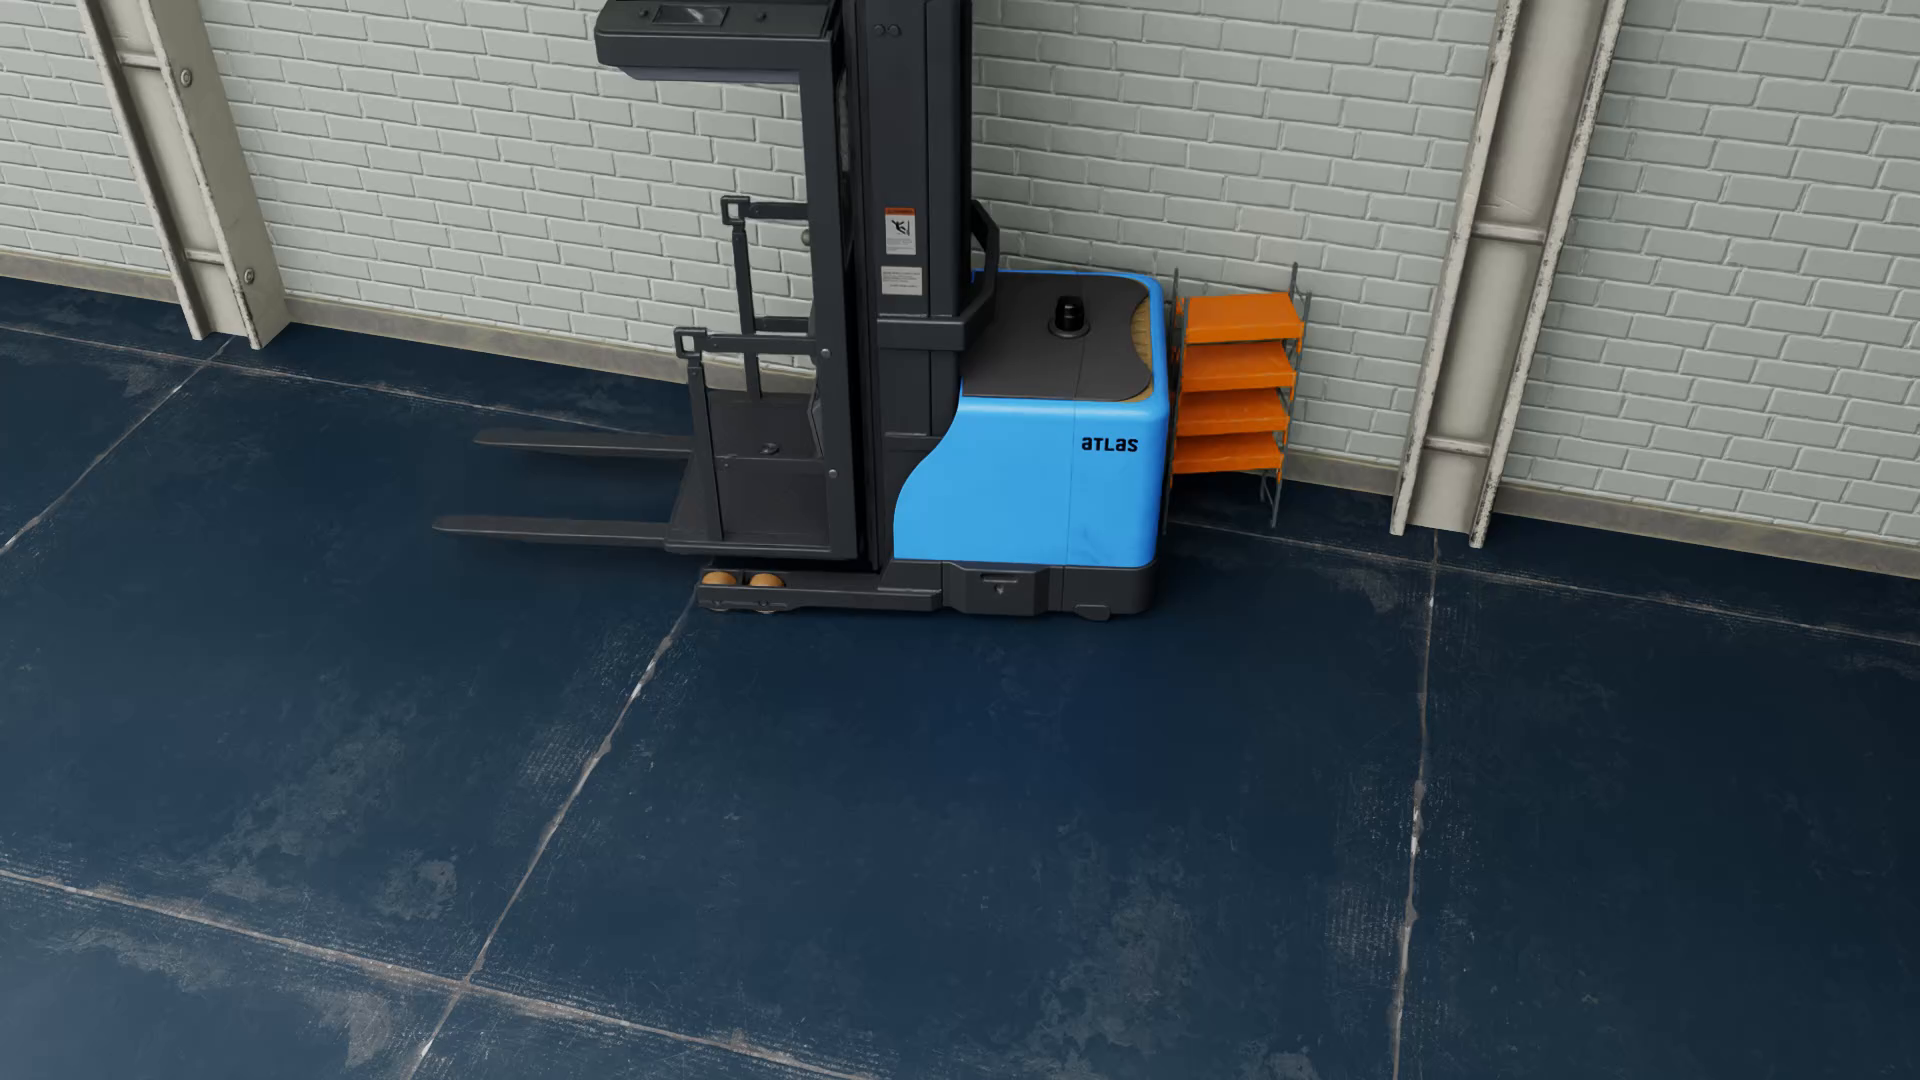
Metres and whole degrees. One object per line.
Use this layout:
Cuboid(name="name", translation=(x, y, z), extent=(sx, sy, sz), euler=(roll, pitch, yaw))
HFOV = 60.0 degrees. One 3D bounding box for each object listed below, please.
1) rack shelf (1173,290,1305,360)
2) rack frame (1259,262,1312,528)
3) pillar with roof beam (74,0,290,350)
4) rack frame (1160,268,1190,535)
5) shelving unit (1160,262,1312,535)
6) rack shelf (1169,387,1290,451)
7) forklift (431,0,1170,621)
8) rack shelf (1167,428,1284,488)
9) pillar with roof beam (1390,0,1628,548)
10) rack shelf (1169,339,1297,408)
Cuboid(name="rack shelf", translation=(1.124, -0.875, 6.748), extent=(0.480, 0.148, 0.258), euler=(-3, 40, -4))
Cuboid(name="rack frame", translation=(1.367, -0.589, 7.018), extent=(0.015, 1.200, 0.240), euler=(-3, 40, -4))
Cuboid(name="pillar with roof beam", translation=(-4.795, -1.860, 2.467), extent=(0.400, 9.000, 9.100), euler=(10, 41, 11))
Cuboid(name="rack frame", translation=(0.881, -0.560, 6.983), extent=(0.015, 1.200, 0.240), euler=(-3, 40, -4))
Cuboid(name="shelving unit", translation=(1.124, -0.574, 7.001), extent=(0.503, 1.200, 0.258), euler=(-3, 40, -4))
Cuboid(name="rack shelf", translation=(1.124, -0.523, 7.044), extent=(0.480, 0.148, 0.258), euler=(-3, 40, -4))
Cuboid(name="forklift", translation=(-0.685, -1.158, 6.350), extent=(3.031, 2.935, 1.130), euler=(2, 40, 3))
Cuboid(name="rack shelf", translation=(1.124, -0.371, 7.172), extent=(0.480, 0.148, 0.258), euler=(-3, 40, -4))
Cuboid(name="pillar with roof beam", translation=(1.001, -0.862, 1.280), extent=(0.400, 9.000, 9.100), euler=(10, 41, 11))
Cuboid(name="rack shelf", translation=(1.124, -0.694, 6.900), extent=(0.480, 0.148, 0.258), euler=(-3, 40, -4))
